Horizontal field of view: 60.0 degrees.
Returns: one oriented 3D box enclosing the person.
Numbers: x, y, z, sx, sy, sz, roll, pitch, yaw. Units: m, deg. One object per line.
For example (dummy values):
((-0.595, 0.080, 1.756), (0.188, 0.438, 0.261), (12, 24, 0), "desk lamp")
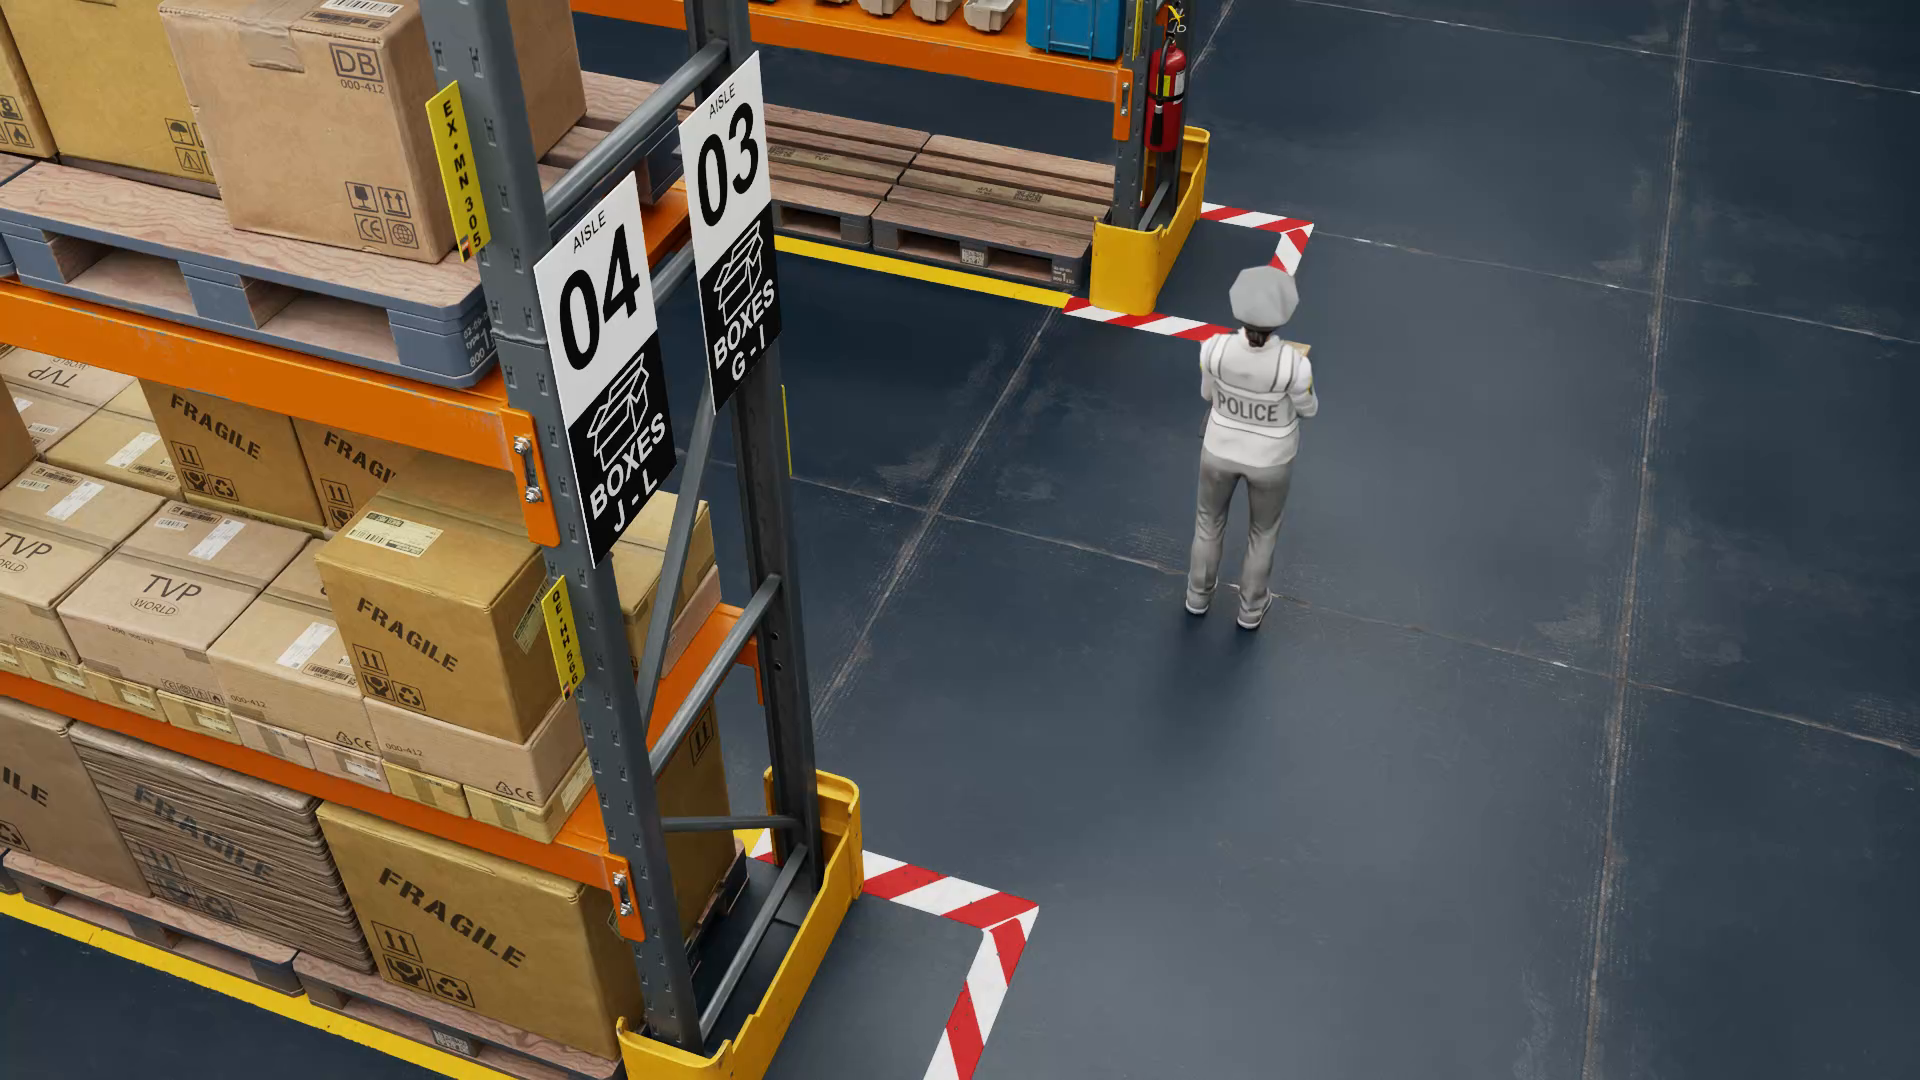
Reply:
((1.161, -0.395, 6.585), (0.459, 1.687, 0.541), (14, 44, 16), "person")
